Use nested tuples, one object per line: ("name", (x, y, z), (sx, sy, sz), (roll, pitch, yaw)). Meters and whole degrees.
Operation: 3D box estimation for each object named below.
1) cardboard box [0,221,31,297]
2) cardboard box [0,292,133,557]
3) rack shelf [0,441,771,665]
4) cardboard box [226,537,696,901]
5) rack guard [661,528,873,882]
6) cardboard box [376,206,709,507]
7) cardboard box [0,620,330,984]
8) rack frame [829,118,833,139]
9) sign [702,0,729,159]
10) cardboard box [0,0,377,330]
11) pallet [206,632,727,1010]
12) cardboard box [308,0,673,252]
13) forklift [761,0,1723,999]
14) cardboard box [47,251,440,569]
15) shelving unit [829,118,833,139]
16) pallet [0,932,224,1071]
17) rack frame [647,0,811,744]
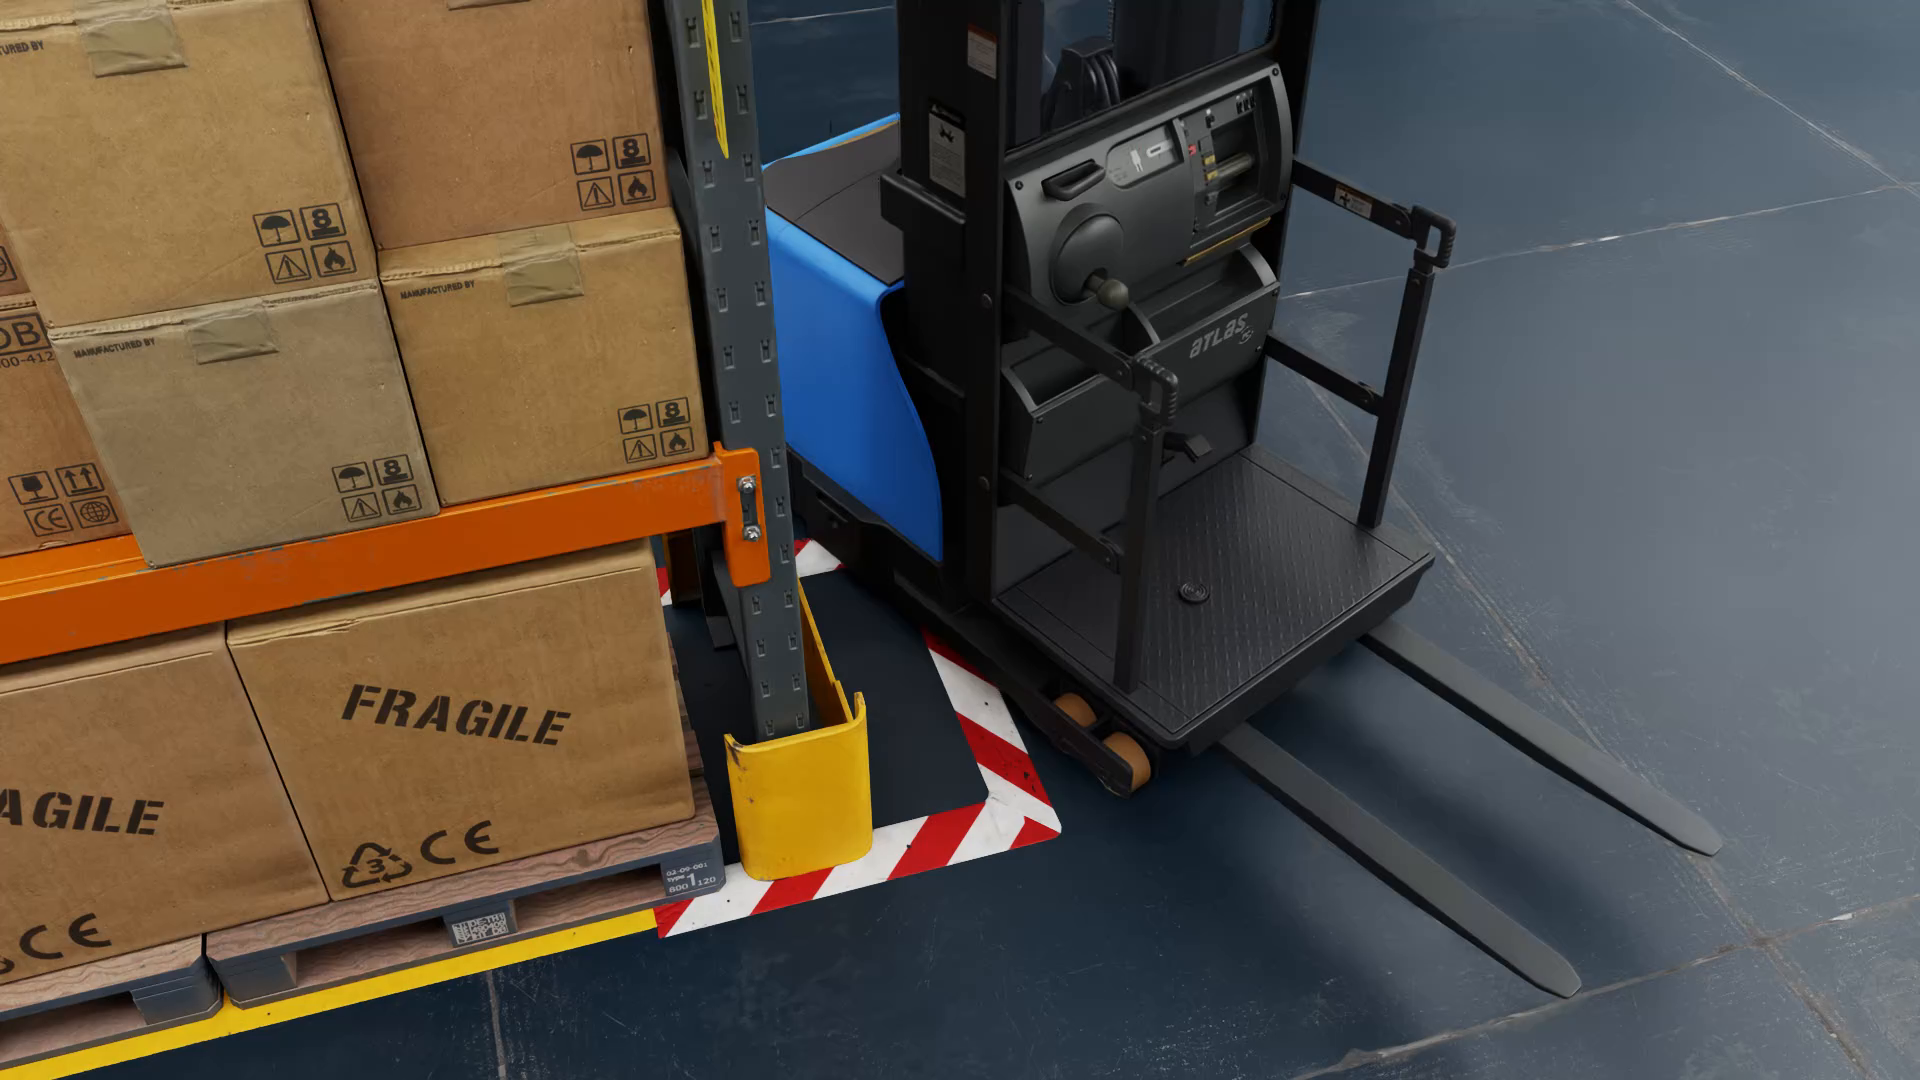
("cardboard box", (-2.011, -0.863, 3.023), (0.550, 0.550, 0.875), (-12, 42, -13))
("cardboard box", (-2.004, -0.441, 3.361), (0.550, 0.550, 0.875), (-12, 42, -13))
("rack shelf", (-2.481, 0.025, 3.488), (4.000, 0.370, 1.077), (-12, 42, -13))
("cardboard box", (-1.200, 0.177, 4.064), (0.875, 0.875, 0.875), (-11, 42, -13))
("rack guard", (-0.551, 0.296, 4.532), (0.348, 0.500, 1.175), (-12, 42, -13))
("cardboard box", (-0.914, -0.596, 3.538), (0.550, 0.550, 0.875), (-12, 42, -13))
("cardboard box", (-2.039, 0.352, 3.863), (0.875, 0.875, 0.875), (-12, 43, -14))
("rack frame", (-0.426, -0.972, 5.678), (0.006, 0.900, 0.240), (0, 41, 0))
("sign", (-0.424, -0.823, 2.852), (0.005, 0.325, 0.100), (-12, 42, -13))
("cardboard box", (-1.436, -0.888, 3.052), (0.550, 0.550, 0.875), (-12, 42, -13))
("pallet", (-1.313, 0.616, 4.384), (1.213, 0.211, 1.003), (-12, 42, -13))
("cardboard box", (-0.939, -1.055, 3.243), (0.550, 0.550, 0.875), (-12, 42, -13))
("forklift", (0.623, -0.801, 3.939), (1.130, 2.935, 3.031), (-30, 49, -30))
("cardboard box", (-1.432, -0.473, 3.398), (0.550, 0.550, 0.875), (-12, 42, -13))
("shelving unit", (-0.325, -0.971, 5.677), (0.210, 0.900, 0.258), (0, 41, 0))
("pallet", (-2.474, 0.855, 4.111), (1.213, 0.211, 1.003), (-12, 42, -13))
("rack frame", (-0.573, -0.641, 3.704), (0.127, 3.000, 1.000), (-12, 42, -13))
